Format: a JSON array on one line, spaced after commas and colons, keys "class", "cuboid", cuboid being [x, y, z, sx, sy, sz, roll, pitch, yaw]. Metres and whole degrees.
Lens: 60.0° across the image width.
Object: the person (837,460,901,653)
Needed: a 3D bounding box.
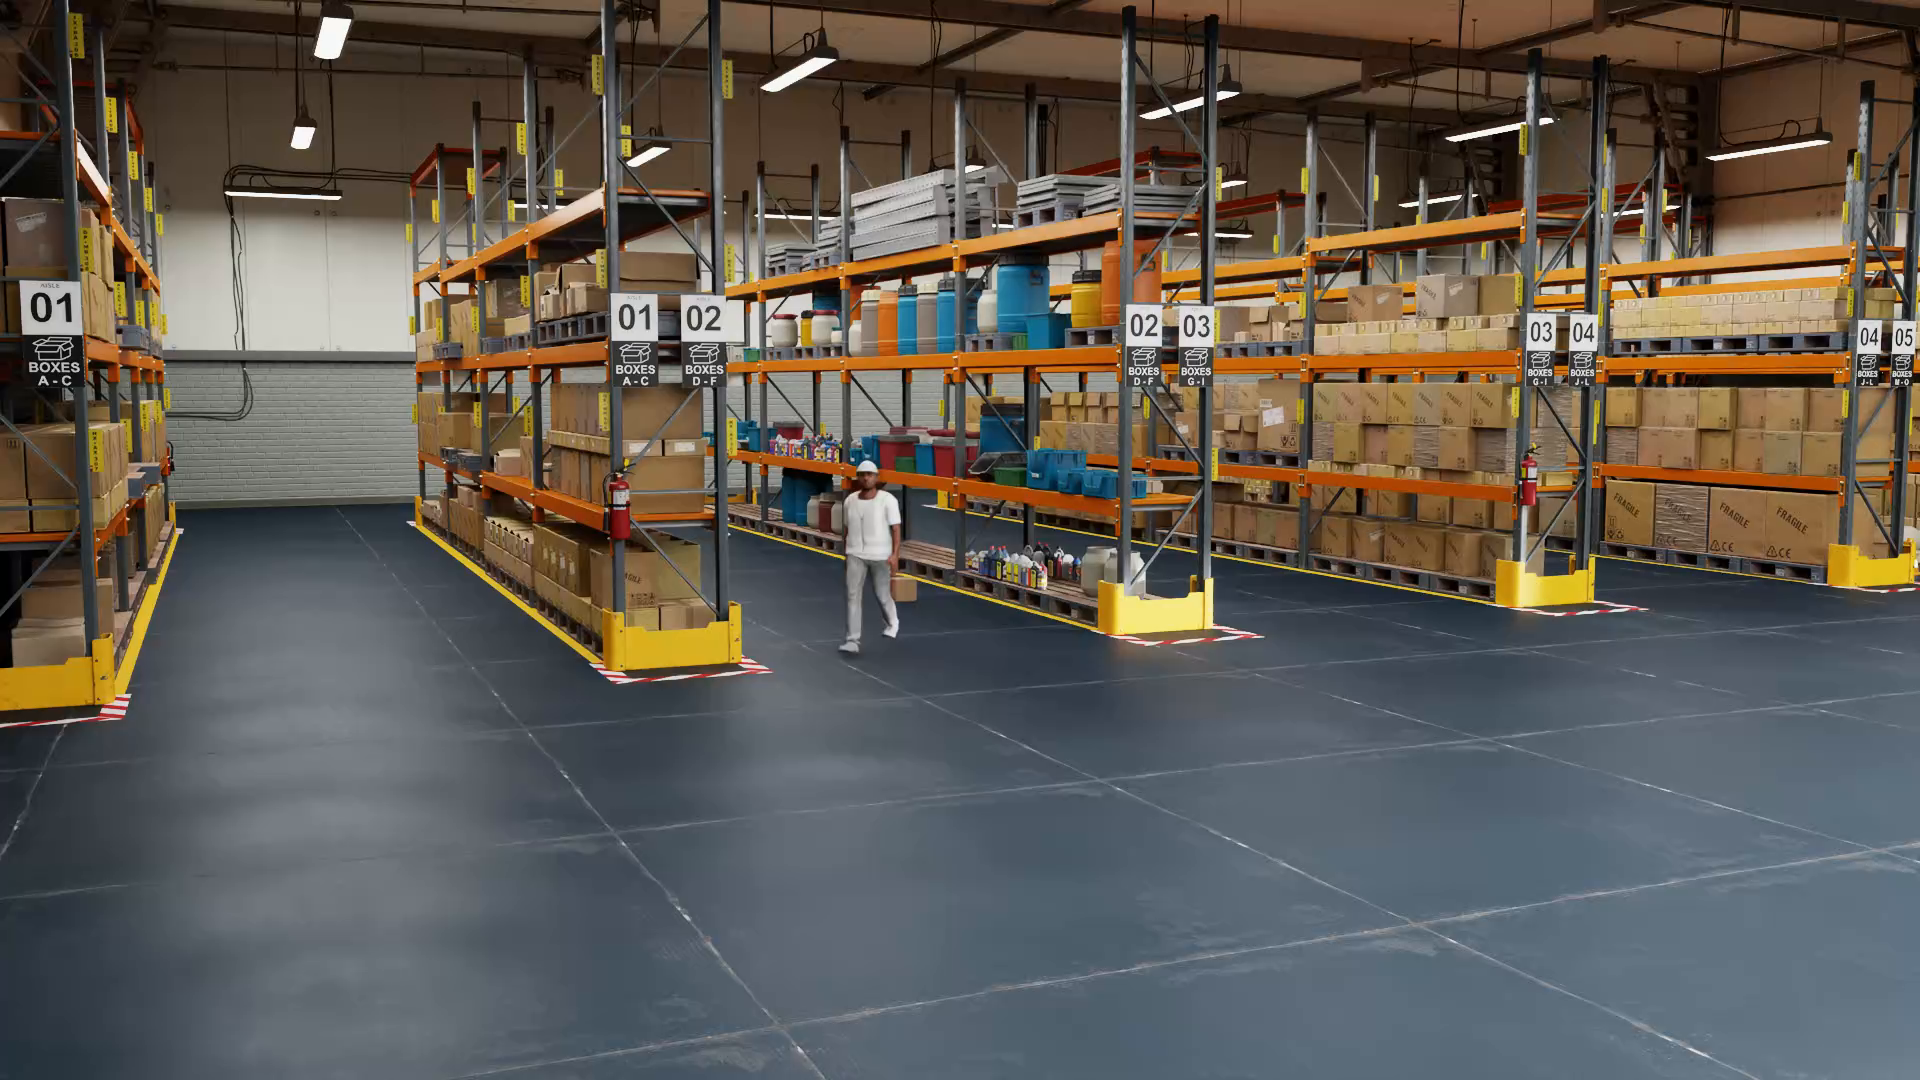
[{"class": "person", "cuboid": [-0.817, 0.142, 15.147, 0.600, 1.731, 1.014, 1, 6, 14]}]
